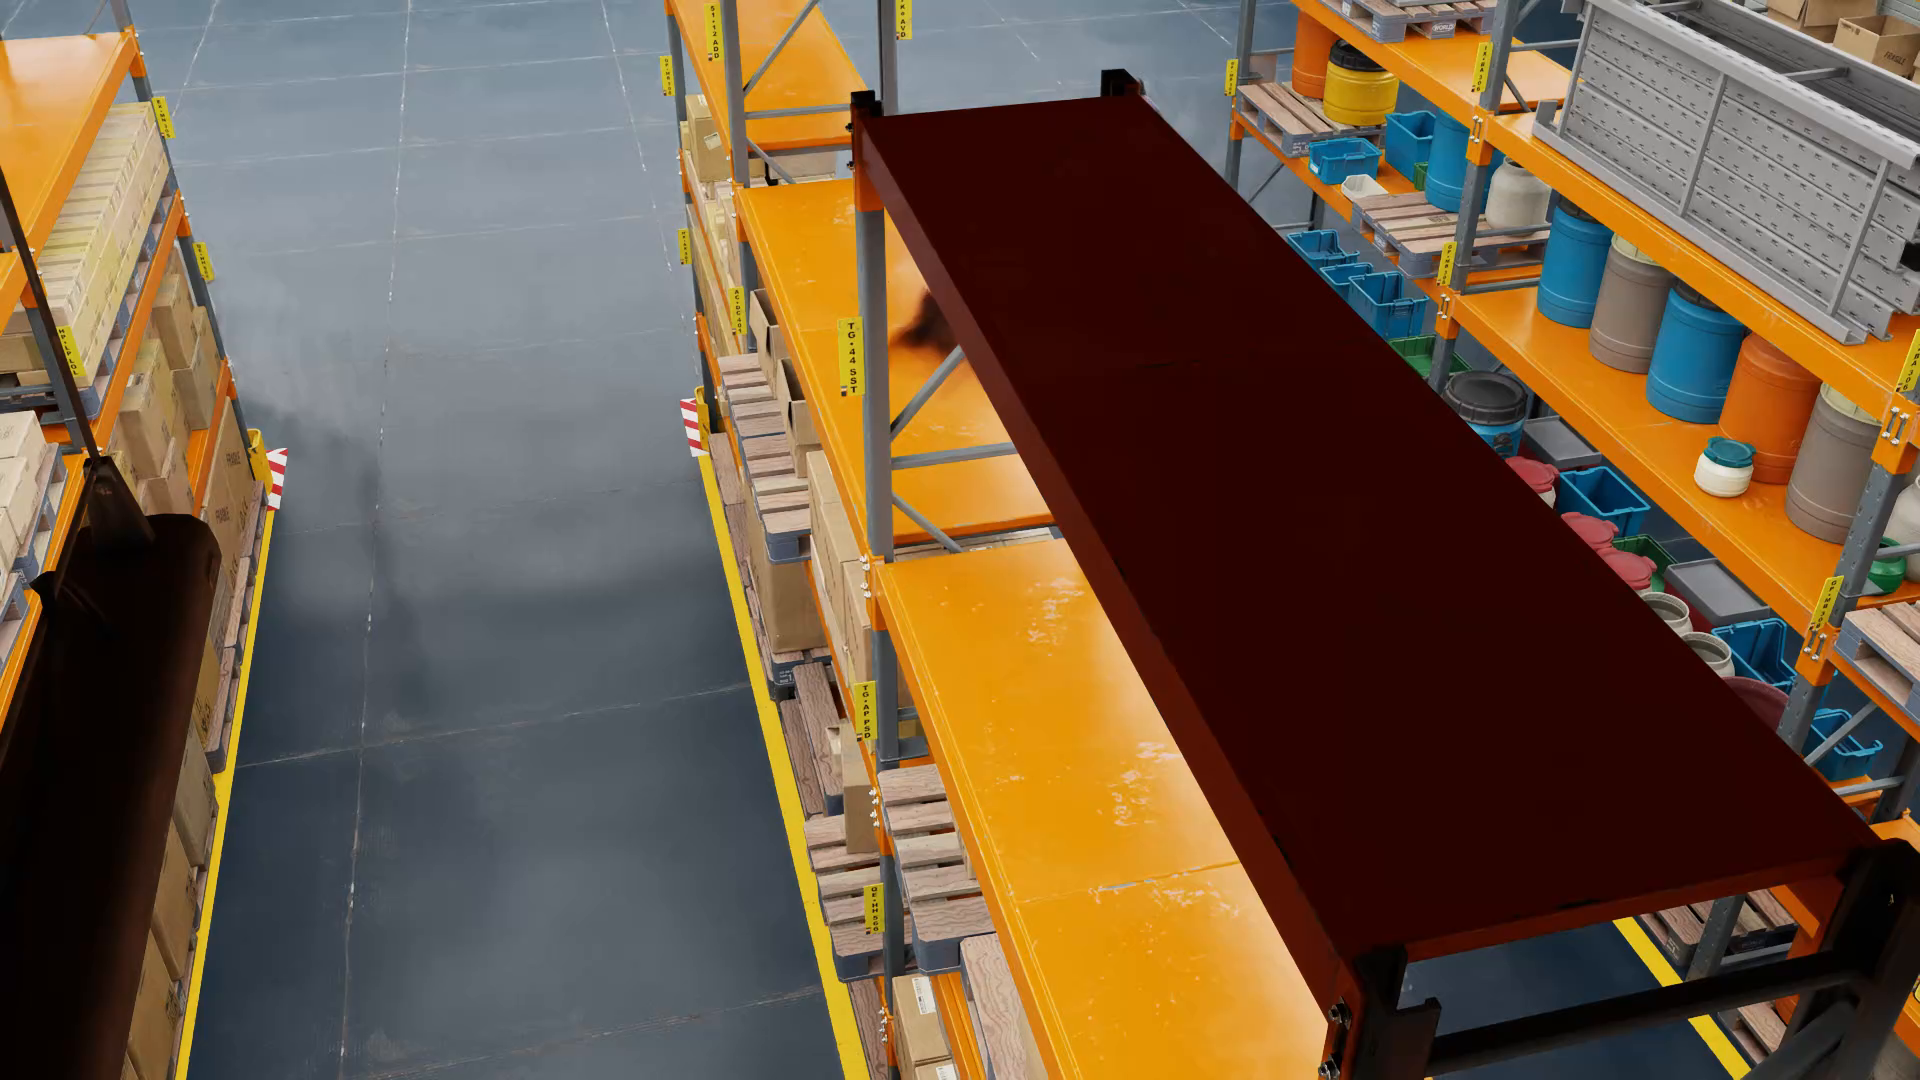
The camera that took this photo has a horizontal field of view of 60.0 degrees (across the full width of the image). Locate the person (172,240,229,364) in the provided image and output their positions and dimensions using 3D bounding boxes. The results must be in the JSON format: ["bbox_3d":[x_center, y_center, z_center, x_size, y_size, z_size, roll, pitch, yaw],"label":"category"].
[{"bbox_3d":[-7.541,-2.277,15.965,0.858,1.688,0.572,25,42,32],"label":"person"}]

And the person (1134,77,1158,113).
[{"bbox_3d":[1.978,-4.530,19.234,0.856,1.680,0.594,7,35,10],"label":"person"}]
